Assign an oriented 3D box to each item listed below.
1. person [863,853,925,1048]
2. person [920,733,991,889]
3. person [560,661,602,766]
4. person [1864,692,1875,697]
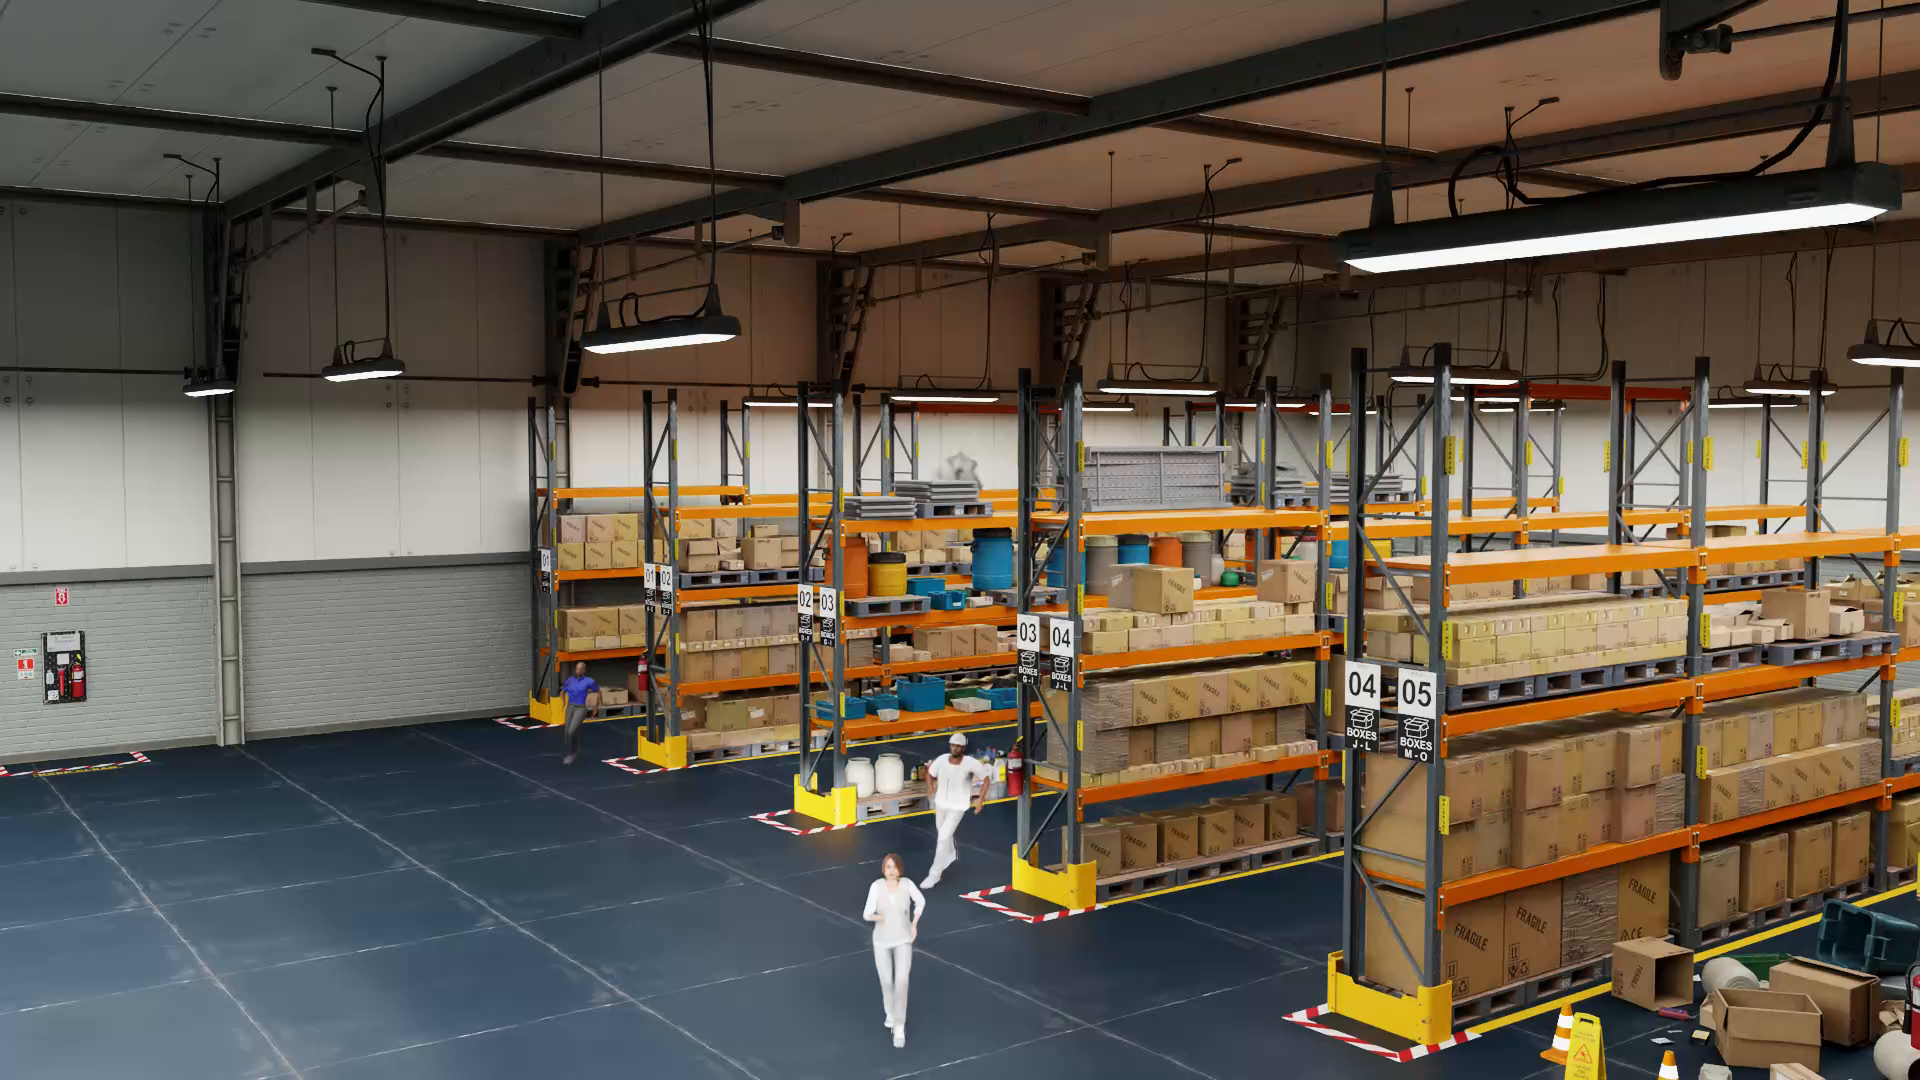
[{"bbox_3d":[-0.575,3.515,14.350,0.514,1.634,0.667,0,3,3],"label":"person"},{"bbox_3d":[-0.100,3.131,19.466,0.757,1.763,0.923,2,4,32],"label":"person"},{"bbox_3d":[-6.130,2.775,26.685,0.636,1.653,0.615,1,3,14],"label":"person"},{"bbox_3d":[12.835,2.964,23.397,0.621,1.663,0.610,-2,4,-30],"label":"person"}]
